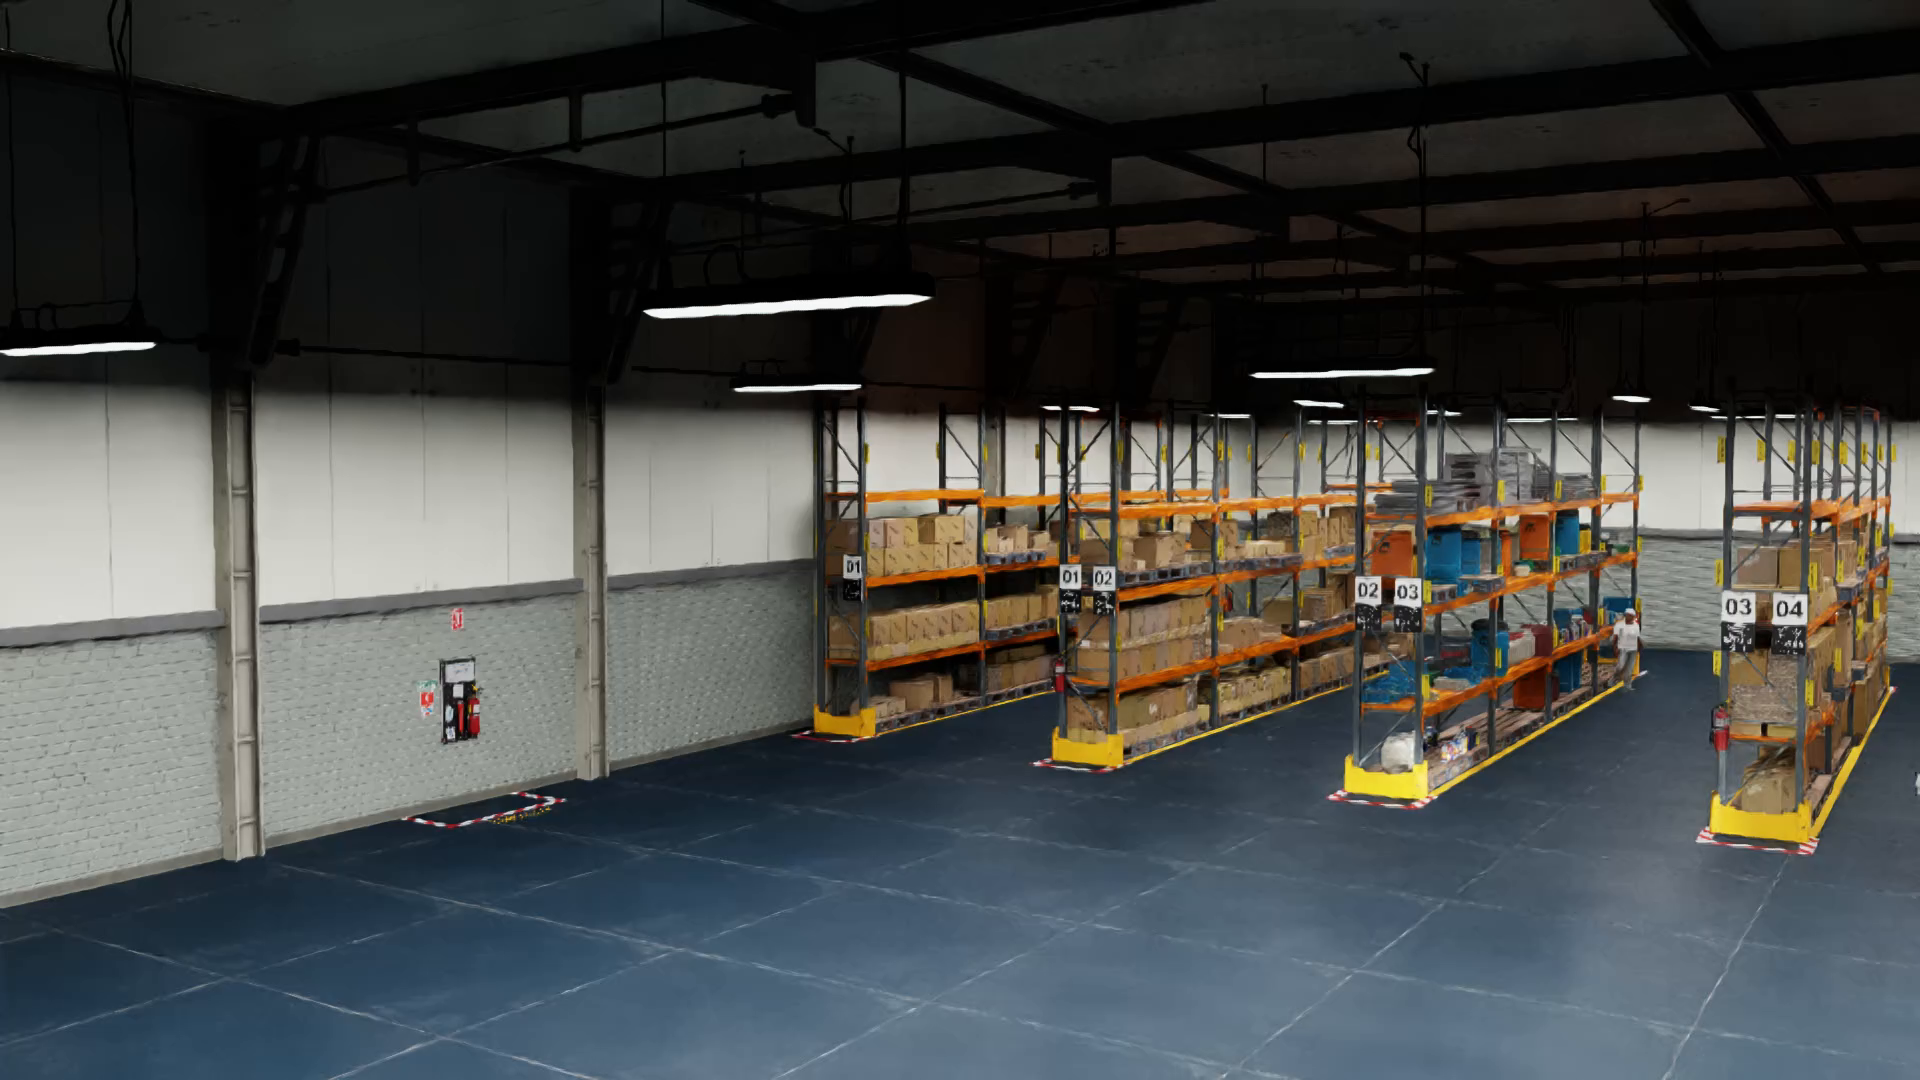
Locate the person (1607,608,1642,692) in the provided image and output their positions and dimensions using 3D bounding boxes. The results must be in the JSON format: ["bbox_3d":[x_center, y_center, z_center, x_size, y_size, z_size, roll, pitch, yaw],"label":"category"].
[{"bbox_3d":[13.944,2.283,34.848,0.616,1.759,0.530,0,3,-9],"label":"person"}]

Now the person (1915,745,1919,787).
[{"bbox_3d":[11.885,3.053,20.162,0.476,1.758,0.593,0,3,4],"label":"person"}]
